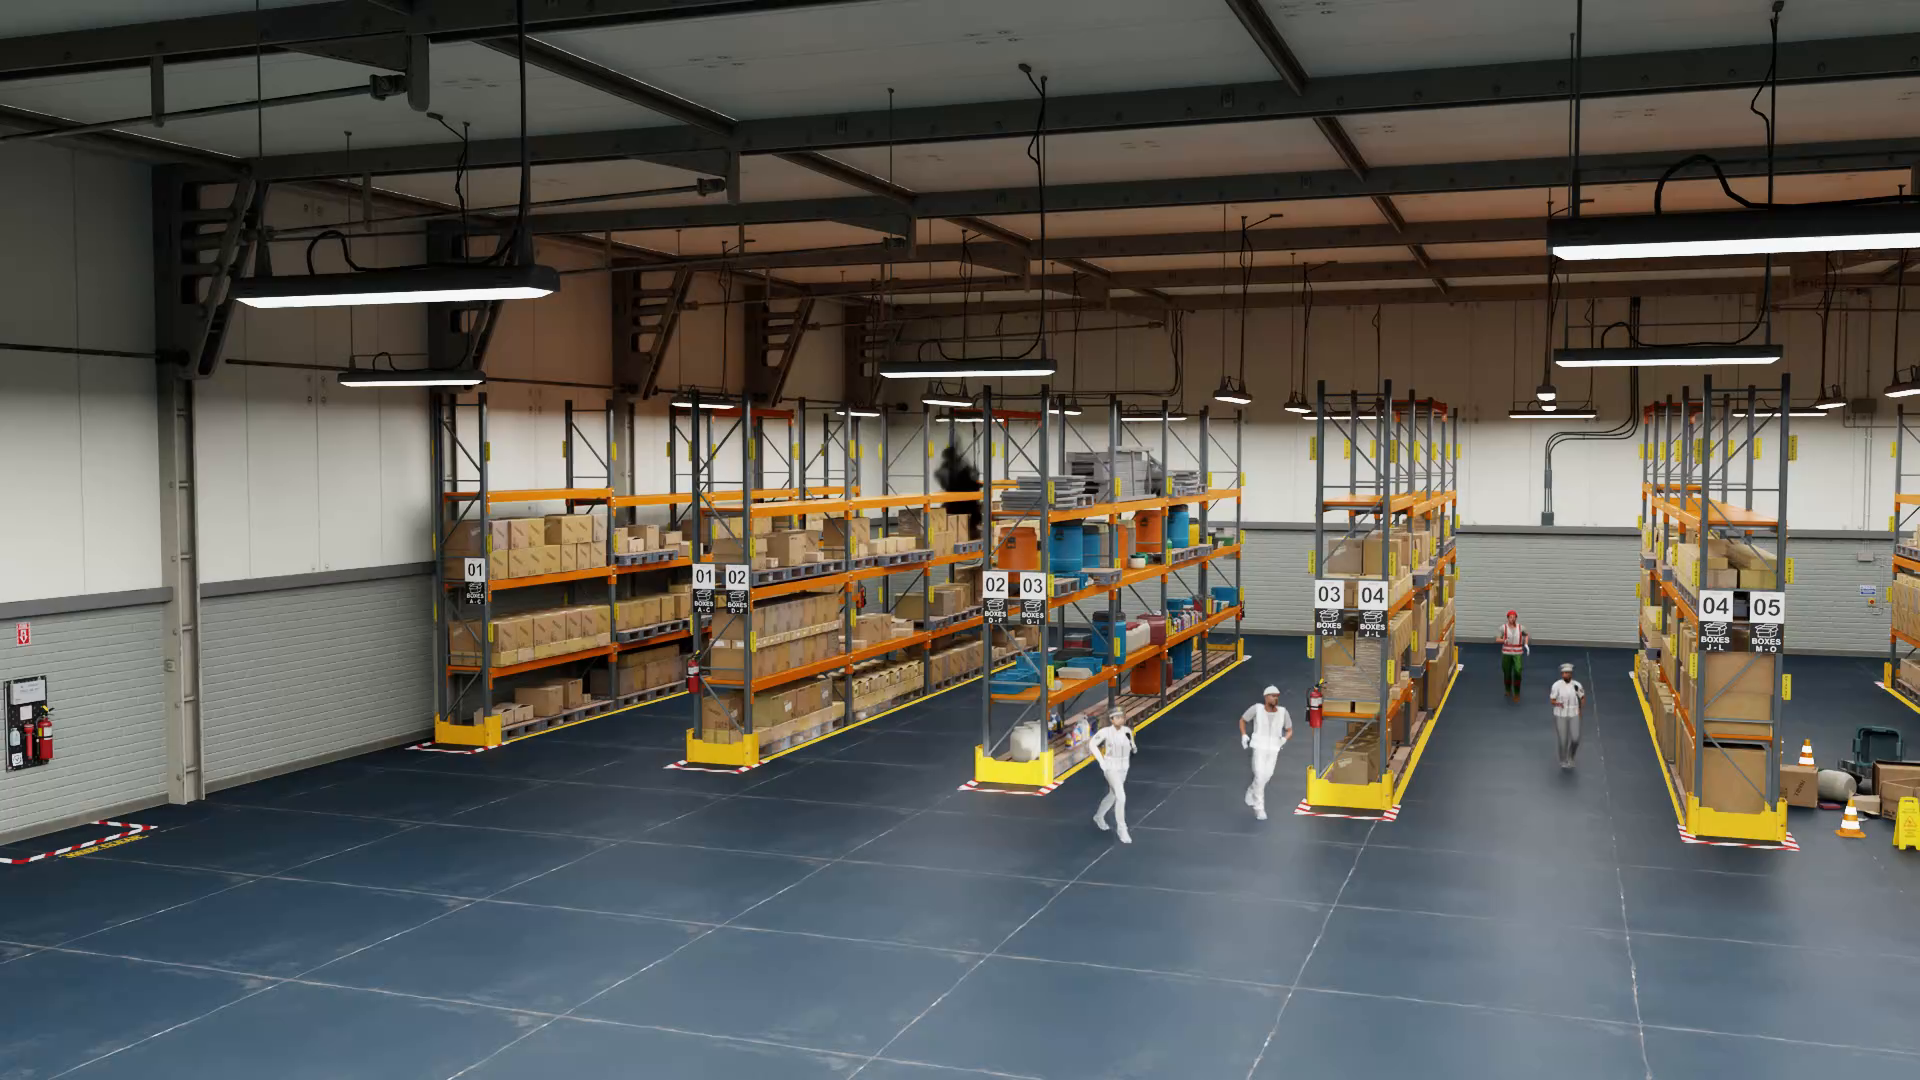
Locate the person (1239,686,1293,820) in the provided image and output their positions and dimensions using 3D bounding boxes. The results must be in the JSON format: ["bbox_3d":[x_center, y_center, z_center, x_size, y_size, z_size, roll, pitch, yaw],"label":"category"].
[{"bbox_3d":[4.236,2.900,22.976,0.715,1.777,0.845,0,3,-9],"label":"person"}]

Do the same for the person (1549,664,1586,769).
[{"bbox_3d":[9.546,2.773,26.082,0.562,1.672,0.586,1,3,13],"label":"person"}]

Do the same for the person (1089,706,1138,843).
[{"bbox_3d":[2.025,3.010,21.615,0.586,1.747,0.805,-2,4,-34],"label":"person"}]

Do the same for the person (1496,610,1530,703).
[{"bbox_3d":[11.091,2.330,33.376,0.643,1.845,0.775,1,3,19],"label":"person"}]
